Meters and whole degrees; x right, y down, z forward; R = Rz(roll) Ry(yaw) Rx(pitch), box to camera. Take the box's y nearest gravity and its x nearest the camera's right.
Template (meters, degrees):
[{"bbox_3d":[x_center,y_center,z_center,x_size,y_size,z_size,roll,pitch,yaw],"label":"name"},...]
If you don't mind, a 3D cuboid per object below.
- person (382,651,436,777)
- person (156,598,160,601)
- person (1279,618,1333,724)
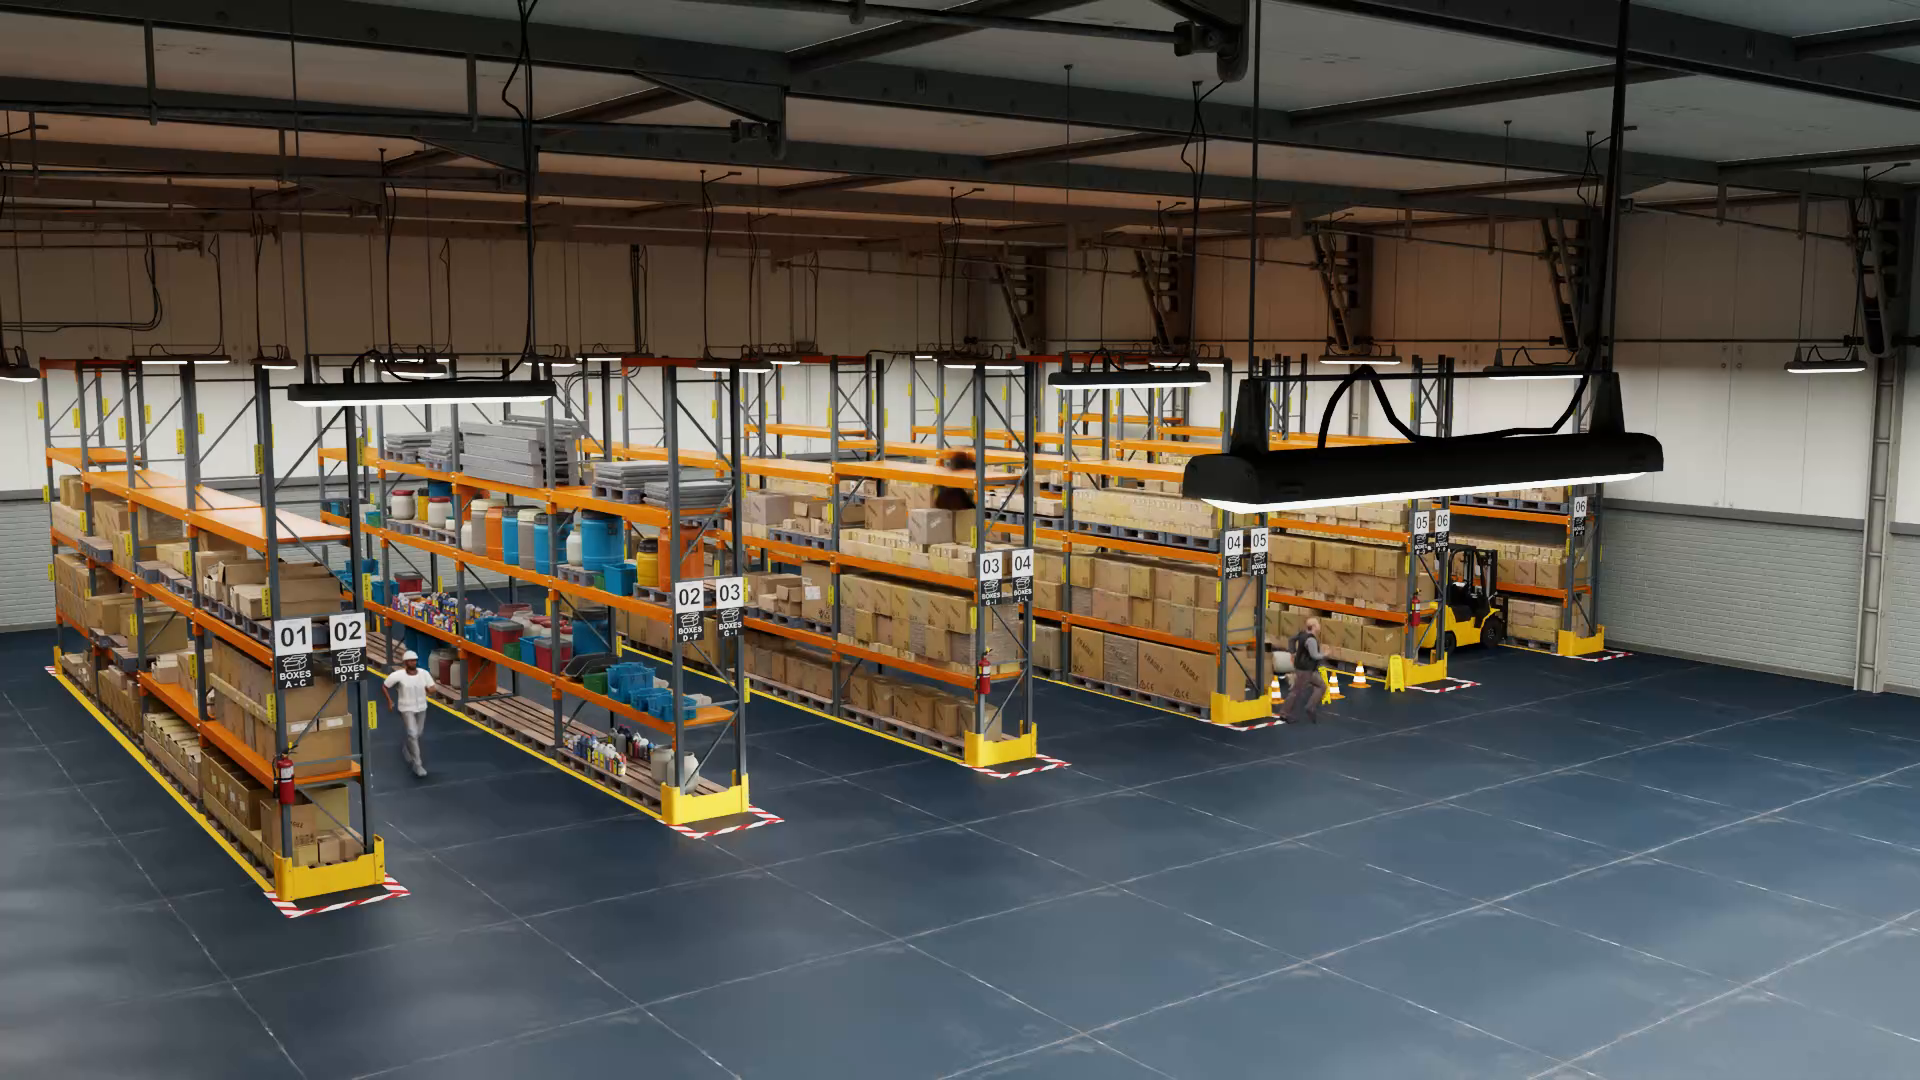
[{"bbox_3d":[-8.032,2.479,24.412,0.946,1.731,0.693,7,10,44],"label":"person"},{"bbox_3d":[-15.783,1.597,32.962,0.841,1.602,0.577,3,8,25],"label":"person"},{"bbox_3d":[5.490,2.090,26.389,0.815,1.725,0.681,0,7,0],"label":"person"}]
